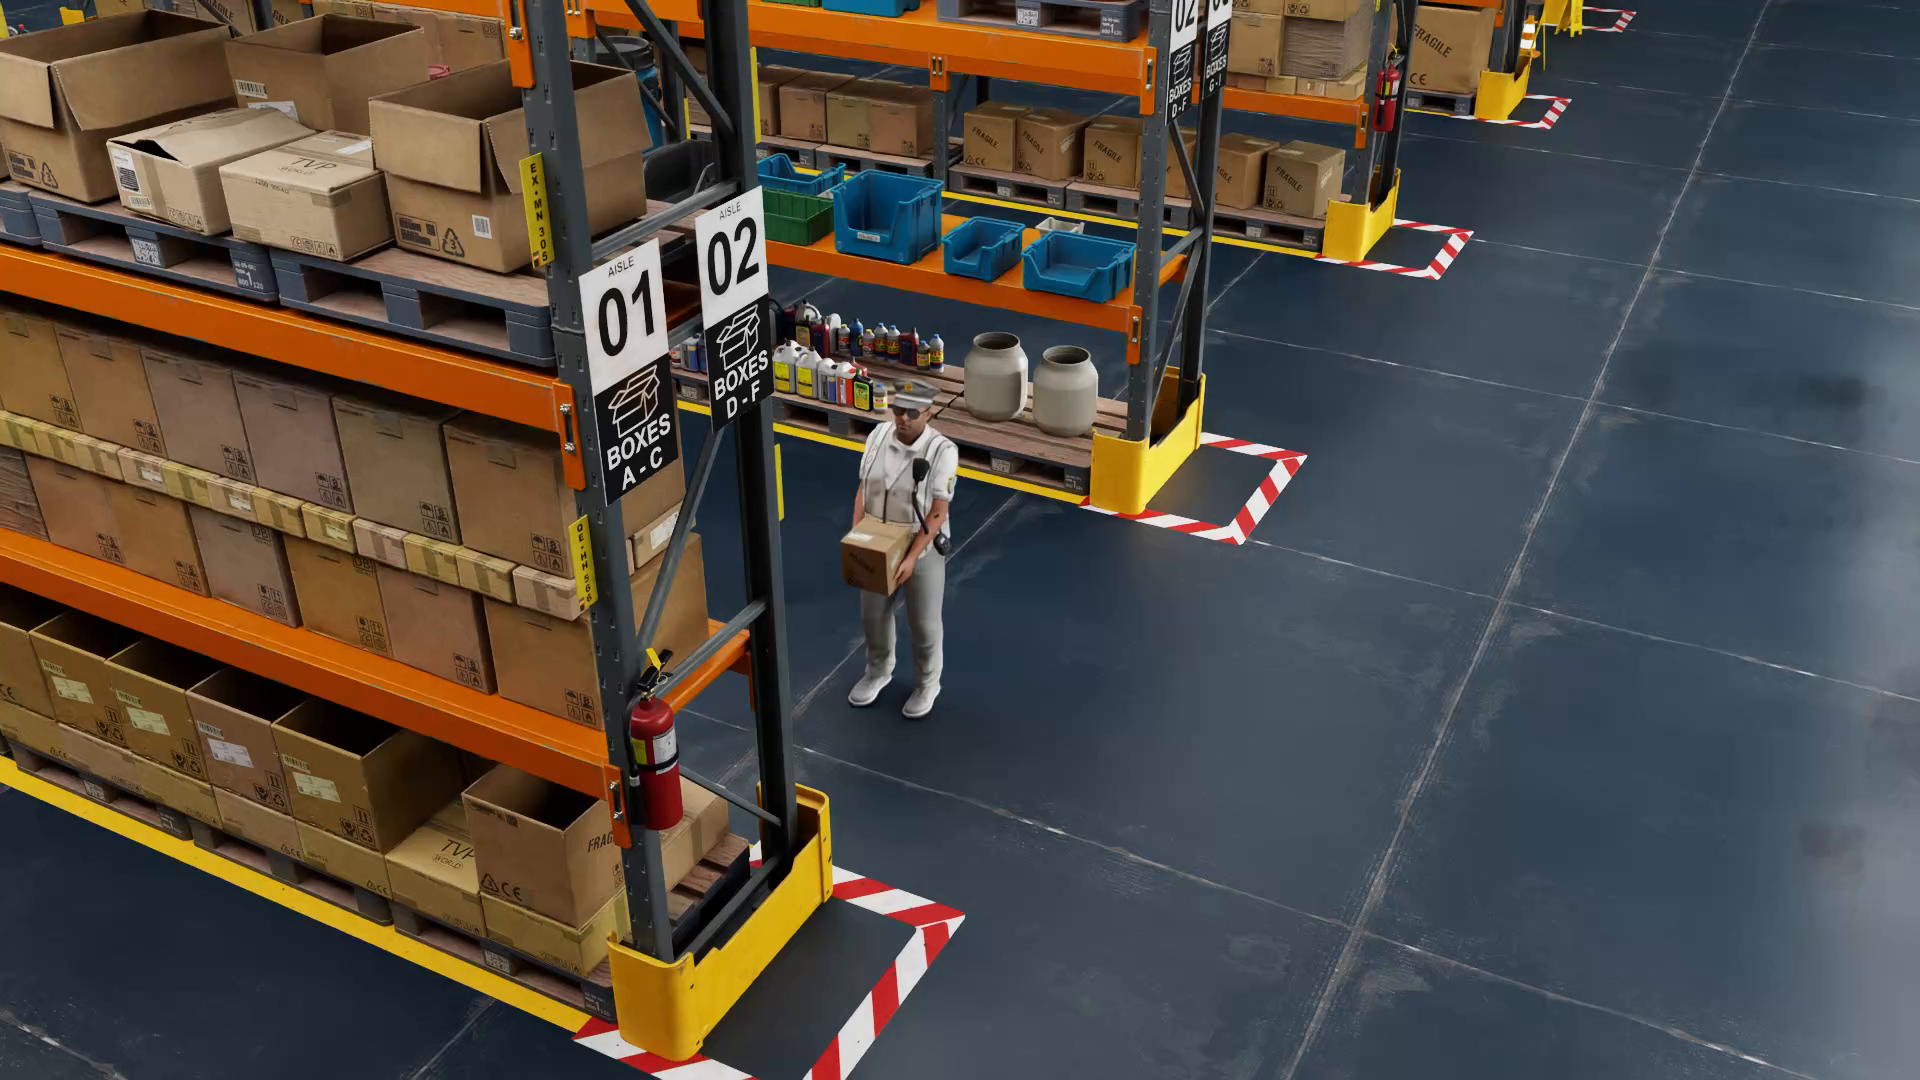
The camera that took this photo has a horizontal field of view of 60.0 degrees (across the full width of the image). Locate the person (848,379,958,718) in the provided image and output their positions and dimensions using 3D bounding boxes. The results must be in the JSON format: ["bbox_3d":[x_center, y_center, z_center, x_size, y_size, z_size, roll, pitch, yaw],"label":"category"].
[{"bbox_3d":[-0.296,0.053,8.158,0.513,1.782,0.552,14,33,23],"label":"person"}]
